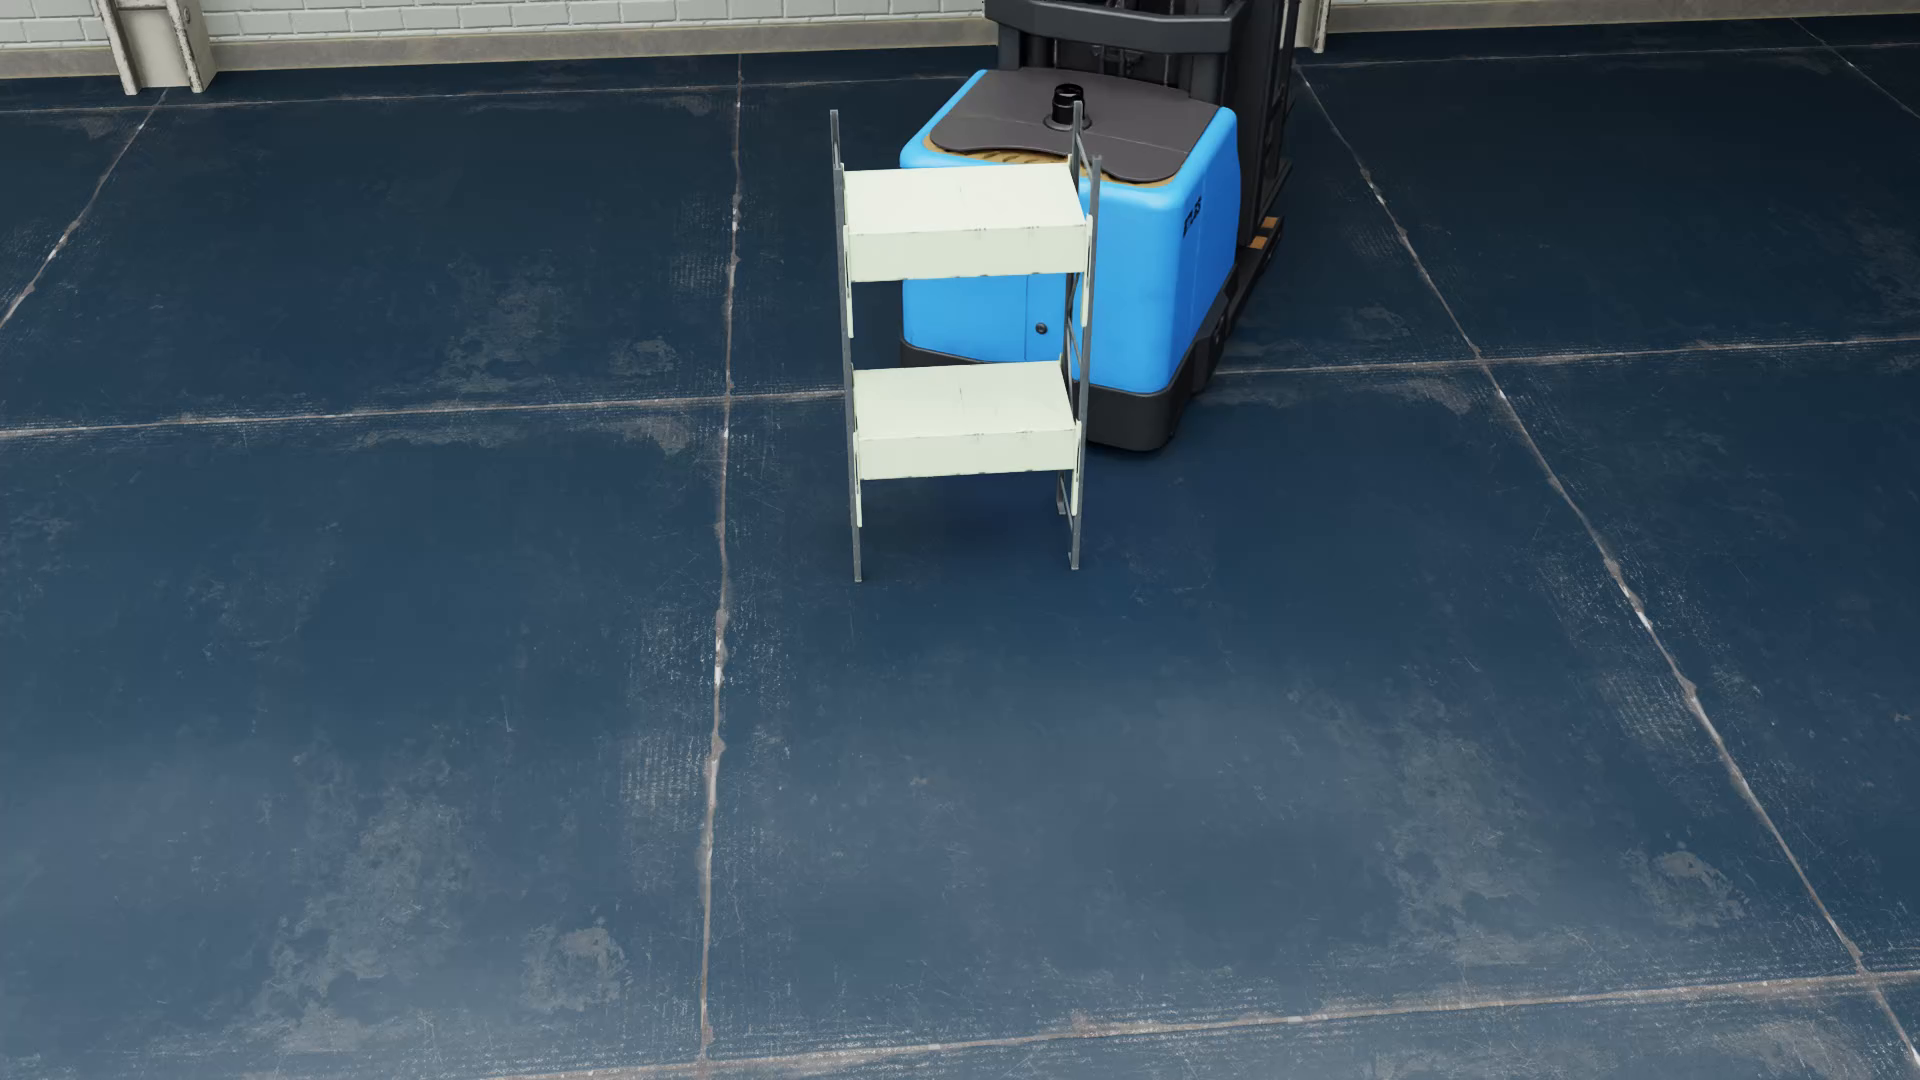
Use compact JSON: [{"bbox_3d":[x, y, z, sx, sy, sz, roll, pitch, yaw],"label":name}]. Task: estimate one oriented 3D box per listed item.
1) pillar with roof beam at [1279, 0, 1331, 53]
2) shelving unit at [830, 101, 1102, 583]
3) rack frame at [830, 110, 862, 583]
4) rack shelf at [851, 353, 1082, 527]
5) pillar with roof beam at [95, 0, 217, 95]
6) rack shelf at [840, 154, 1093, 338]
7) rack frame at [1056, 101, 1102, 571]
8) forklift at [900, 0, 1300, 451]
[{"bbox_3d":[2.174,-3.642,3.101,0.400,9.000,9.100,-3,38,-4],"label":"pillar with roof beam"},{"bbox_3d":[0.007,-0.589,5.286,0.755,1.500,0.431,-3,38,-4],"label":"shelving unit"},{"bbox_3d":[-0.358,-0.569,5.260,0.023,1.500,0.400,-3,38,-4],"label":"rack frame"},{"bbox_3d":[0.007,-0.333,5.488,0.720,0.370,0.431,-3,38,-4],"label":"rack shelf"},{"bbox_3d":[-3.803,-3.313,2.684,0.400,9.000,9.100,-3,38,-4],"label":"pillar with roof beam"},{"bbox_3d":[0.007,-0.896,5.044,0.720,0.370,0.431,-3,38,-4],"label":"rack shelf"},{"bbox_3d":[0.371,-0.609,5.311,0.023,1.500,0.400,-3,38,-4],"label":"rack frame"},{"bbox_3d":[0.786,-2.388,6.411,1.130,2.935,3.031,14,40,17],"label":"forklift"}]
